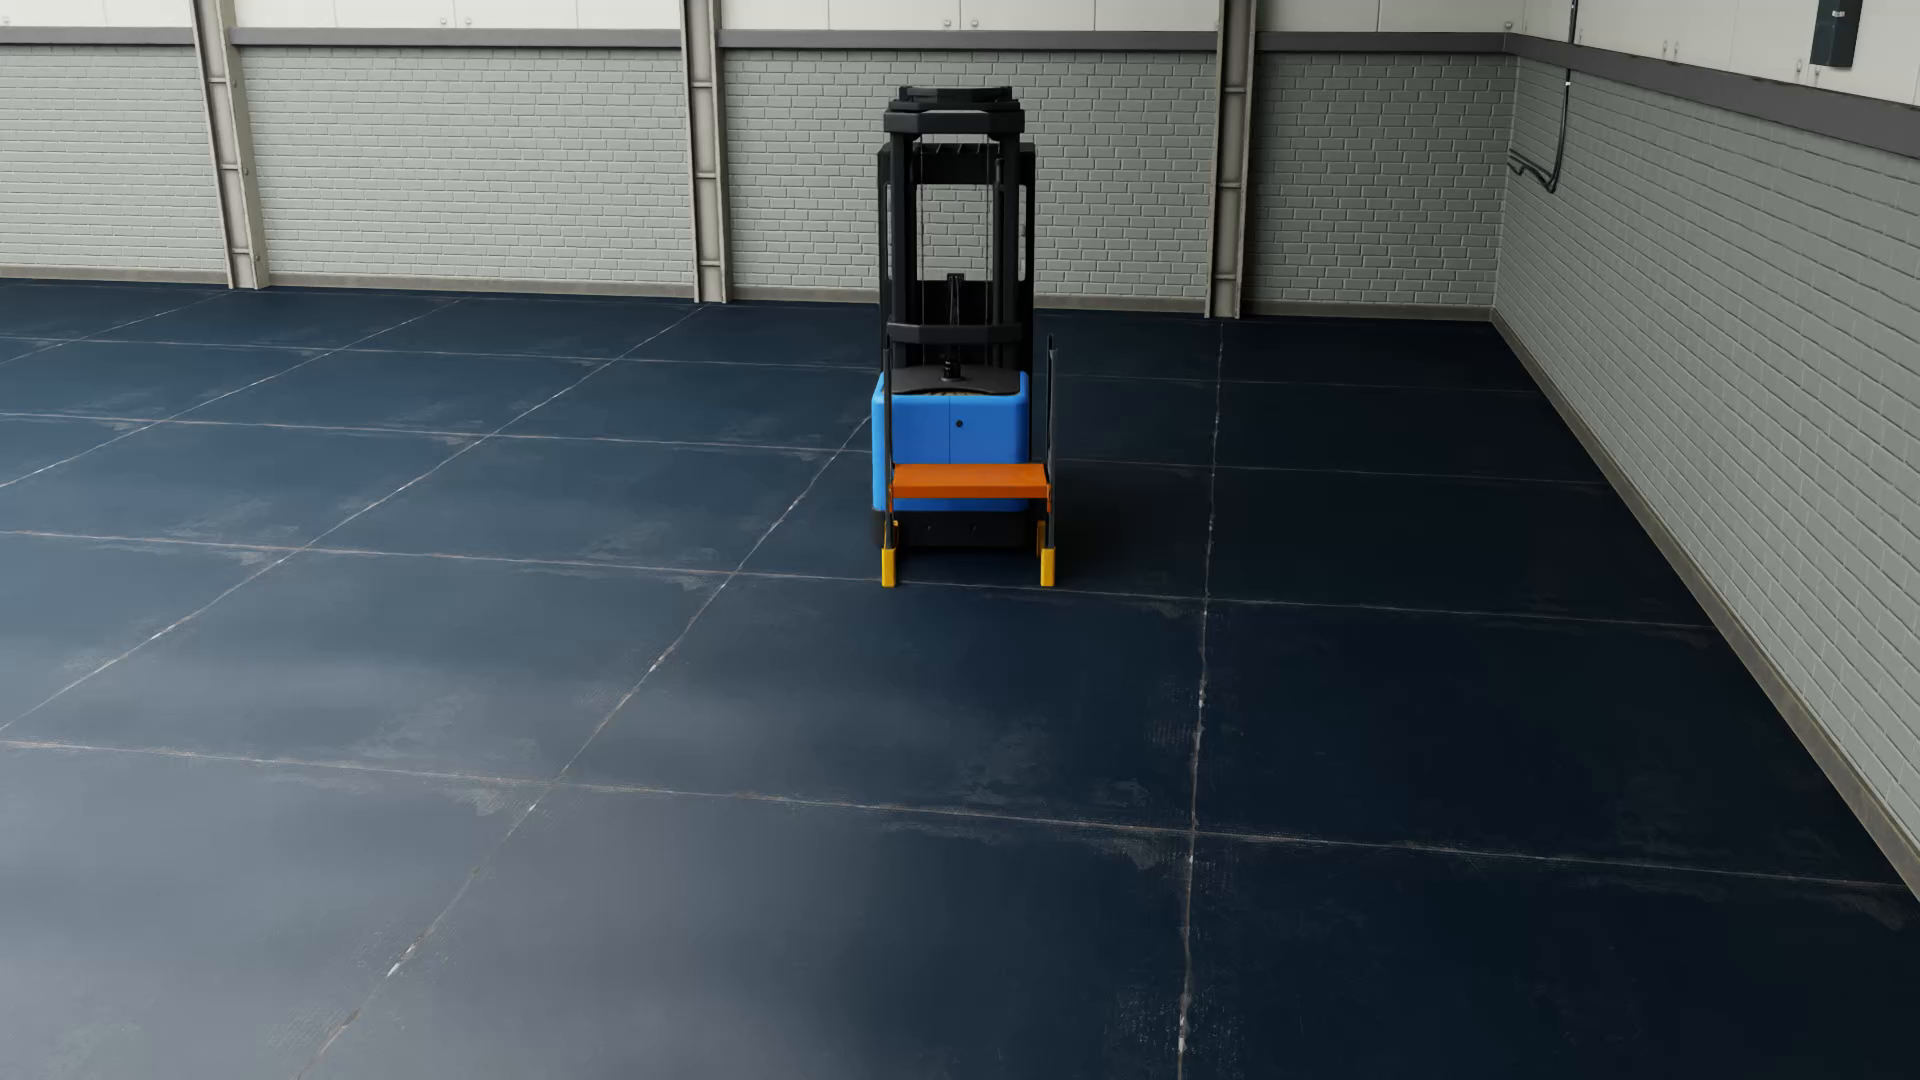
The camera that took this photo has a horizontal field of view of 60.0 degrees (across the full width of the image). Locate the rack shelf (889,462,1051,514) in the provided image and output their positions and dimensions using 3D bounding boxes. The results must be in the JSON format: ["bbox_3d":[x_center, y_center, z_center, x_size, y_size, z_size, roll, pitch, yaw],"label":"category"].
[{"bbox_3d":[0.061,-0.331,10.497,1.000,0.185,0.538,0,19,0],"label":"rack shelf"}]

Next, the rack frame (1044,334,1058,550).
[{"bbox_3d":[0.569,-0.503,10.443,0.032,1.500,0.500,0,19,0],"label":"rack frame"}]

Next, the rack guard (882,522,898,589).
[{"bbox_3d":[-0.446,0.092,10.635,0.087,0.250,0.587,0,19,0],"label":"rack guard"}]

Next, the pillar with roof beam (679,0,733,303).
[{"bbox_3d":[-3.616,-5.779,14.392,0.400,9.000,9.100,3,19,9],"label":"pillar with roof beam"}]

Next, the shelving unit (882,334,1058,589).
[{"bbox_3d":[0.052,-0.502,10.440,1.083,1.500,0.587,0,19,0],"label":"shelving unit"}]

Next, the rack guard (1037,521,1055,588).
[{"bbox_3d":[0.550,0.090,10.641,0.087,0.250,0.587,0,19,0],"label":"rack guard"}]

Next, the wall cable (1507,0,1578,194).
[{"bbox_3d":[5.690,-4.790,16.331,0.112,2.526,3.097,3,19,9],"label":"wall cable"}]

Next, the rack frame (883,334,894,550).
[{"bbox_3d":[-0.448,-0.501,10.437,0.032,1.500,0.500,0,19,0],"label":"rack frame"}]

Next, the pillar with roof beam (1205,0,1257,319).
[{"bbox_3d":[2.308,-5.477,13.489,0.400,9.000,9.100,3,19,9],"label":"pillar with roof beam"}]

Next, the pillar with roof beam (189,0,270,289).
[{"bbox_3d":[-9.540,-6.081,15.294,0.400,9.000,9.100,3,19,9],"label":"pillar with roof beam"}]

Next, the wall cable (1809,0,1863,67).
[{"bbox_3d":[4.168,-4.902,6.413,0.169,6.003,2.305,3,19,9],"label":"wall cable"}]

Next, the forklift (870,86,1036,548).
[{"bbox_3d":[-0.016,-1.754,11.927,1.130,2.935,3.031,1,19,2],"label":"forklift"}]
